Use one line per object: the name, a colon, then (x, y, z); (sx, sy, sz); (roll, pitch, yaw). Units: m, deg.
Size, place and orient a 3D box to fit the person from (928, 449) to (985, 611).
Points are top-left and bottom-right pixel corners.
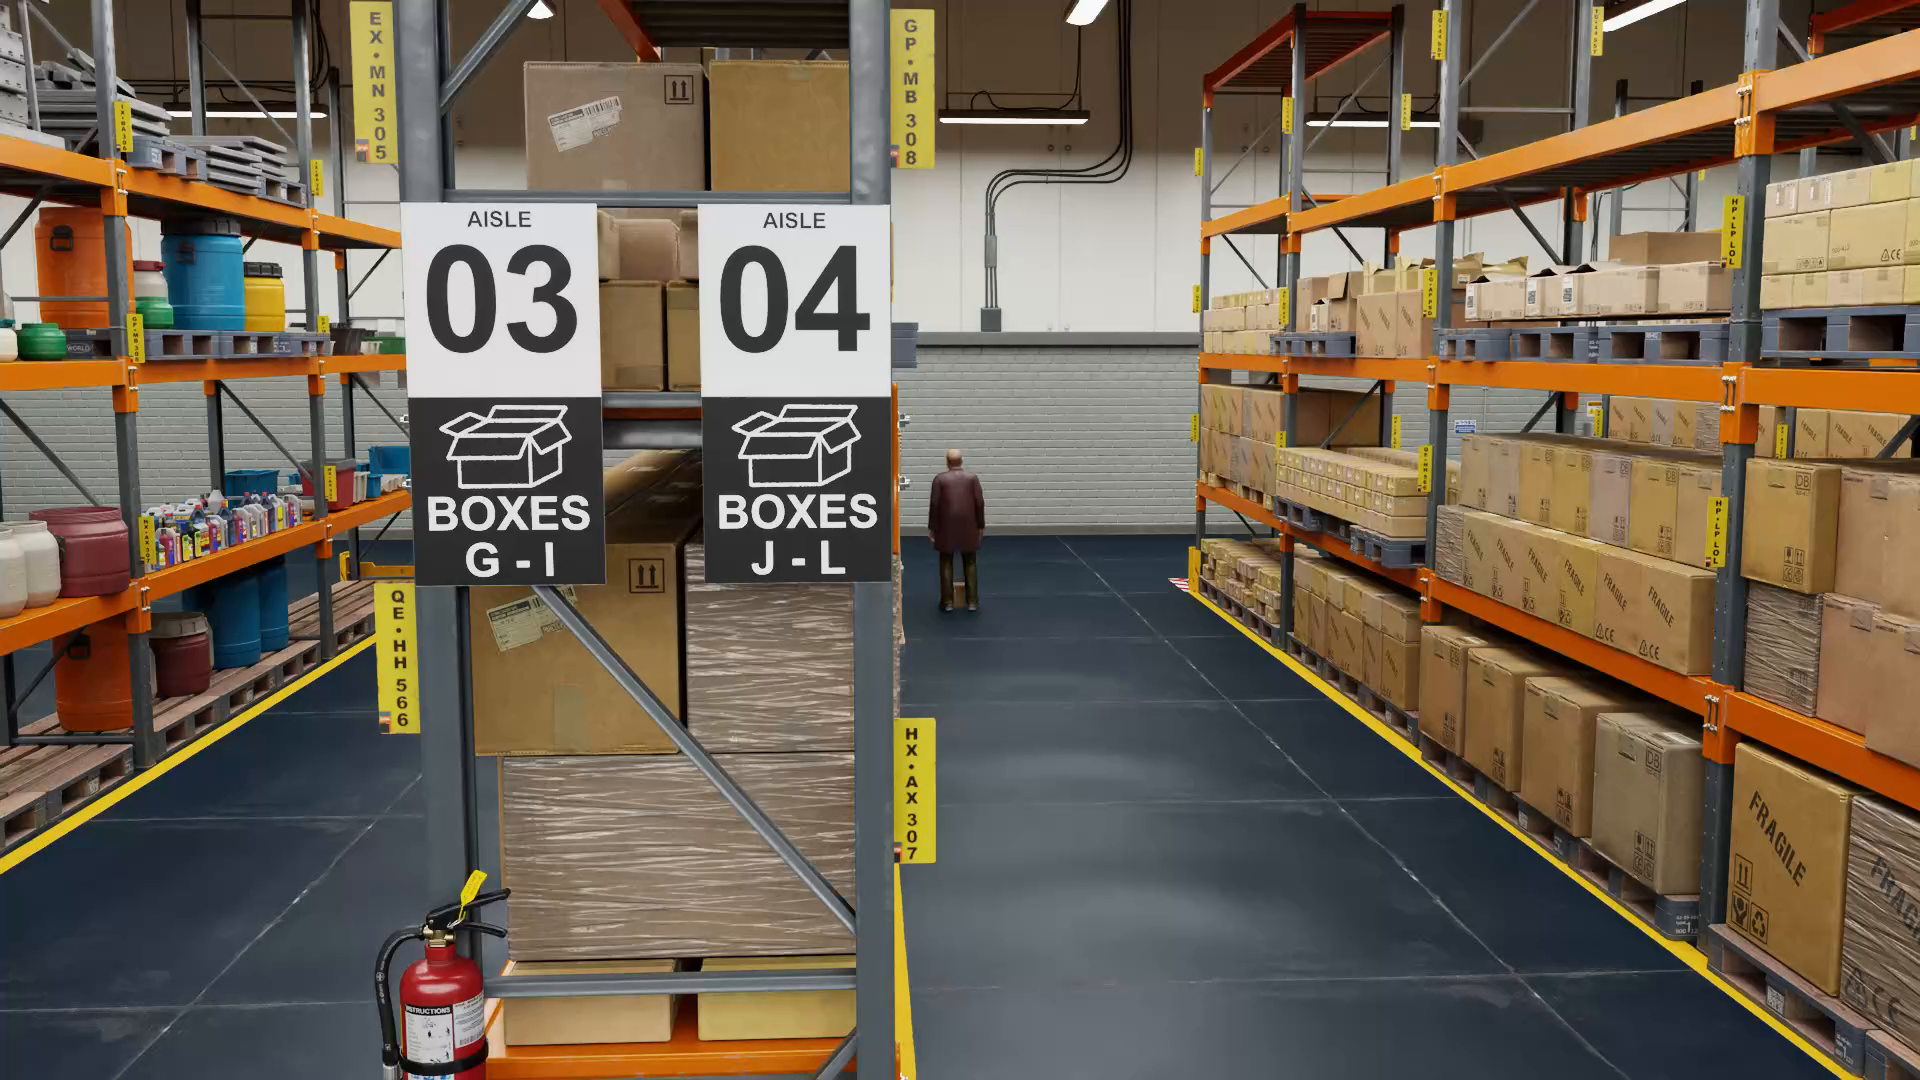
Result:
person: (-0.039, -0.113, 18.266); (0.640, 1.772, 0.428); (-1, 7, -6)
